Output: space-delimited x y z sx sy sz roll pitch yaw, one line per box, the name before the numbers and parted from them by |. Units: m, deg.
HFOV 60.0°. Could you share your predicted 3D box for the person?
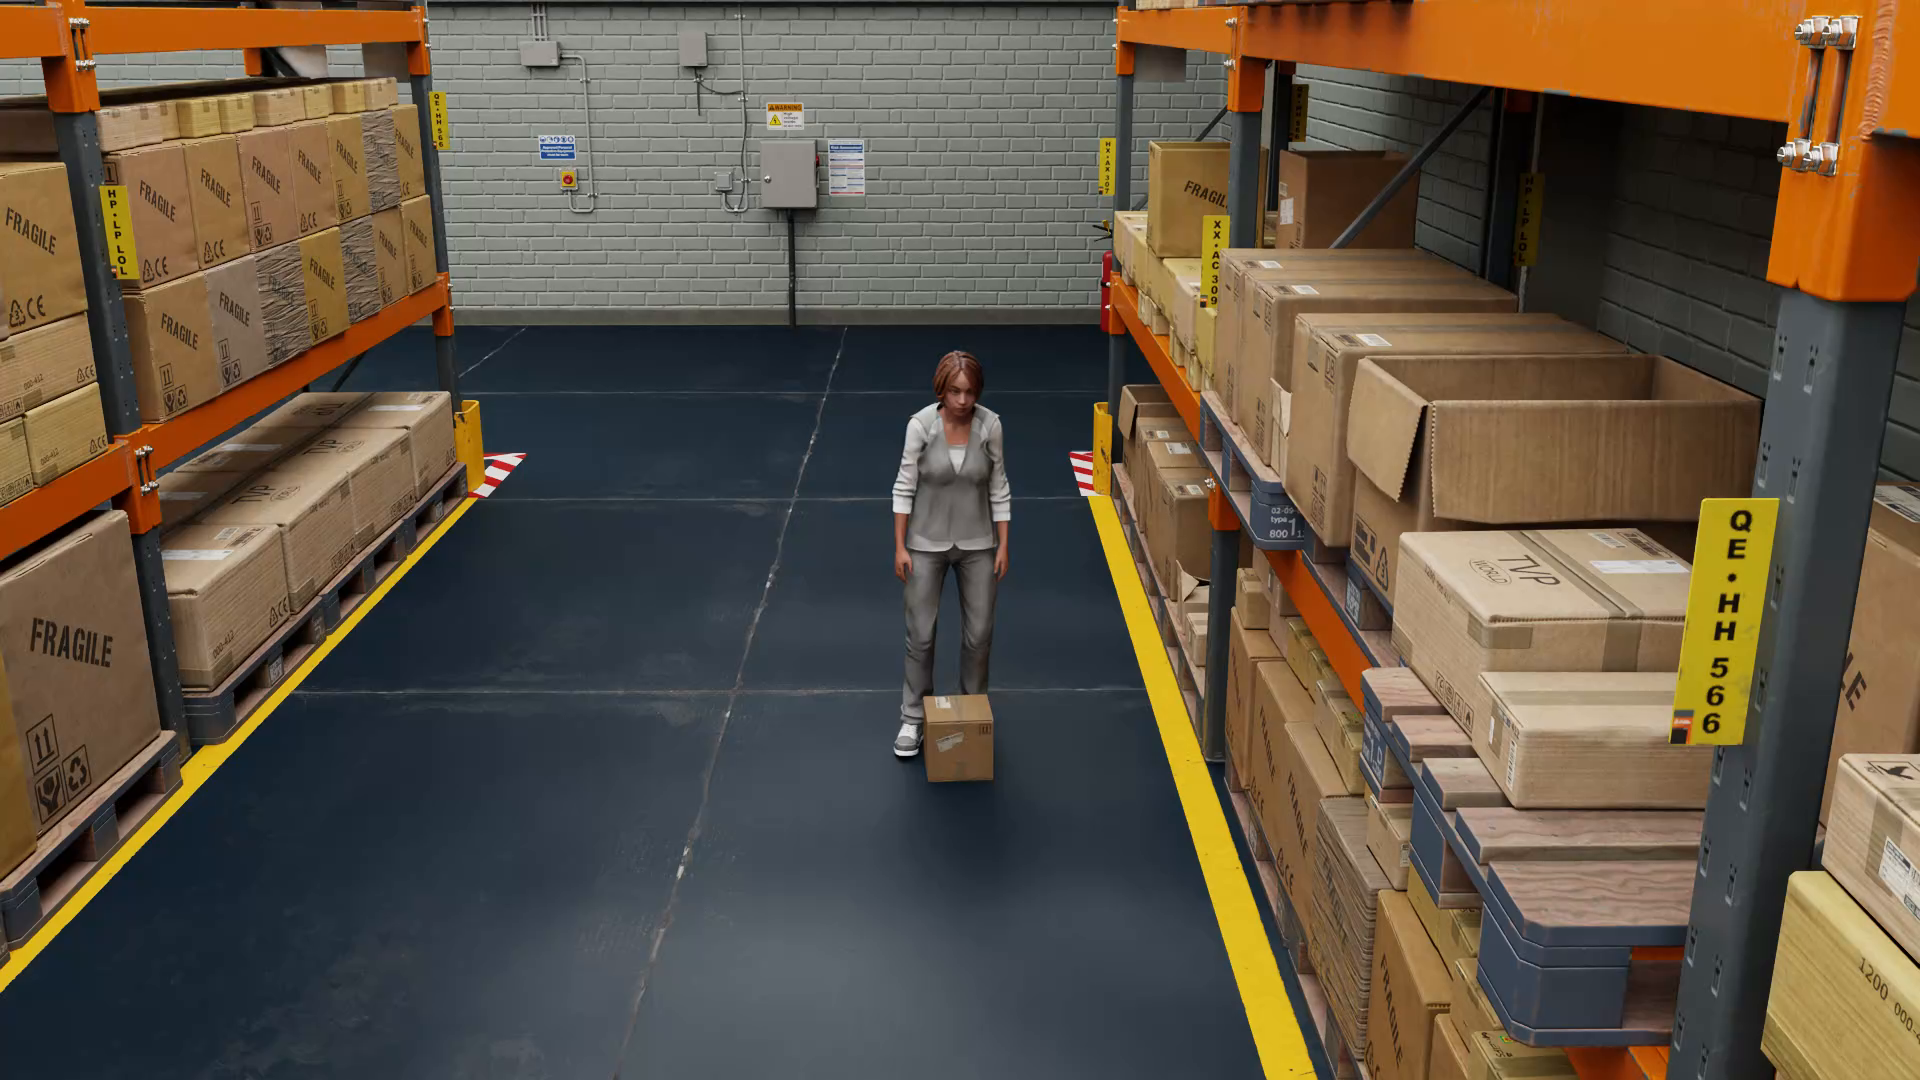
person | -0.034 0.050 6.409 0.473 1.592 0.351 -2 18 -6
